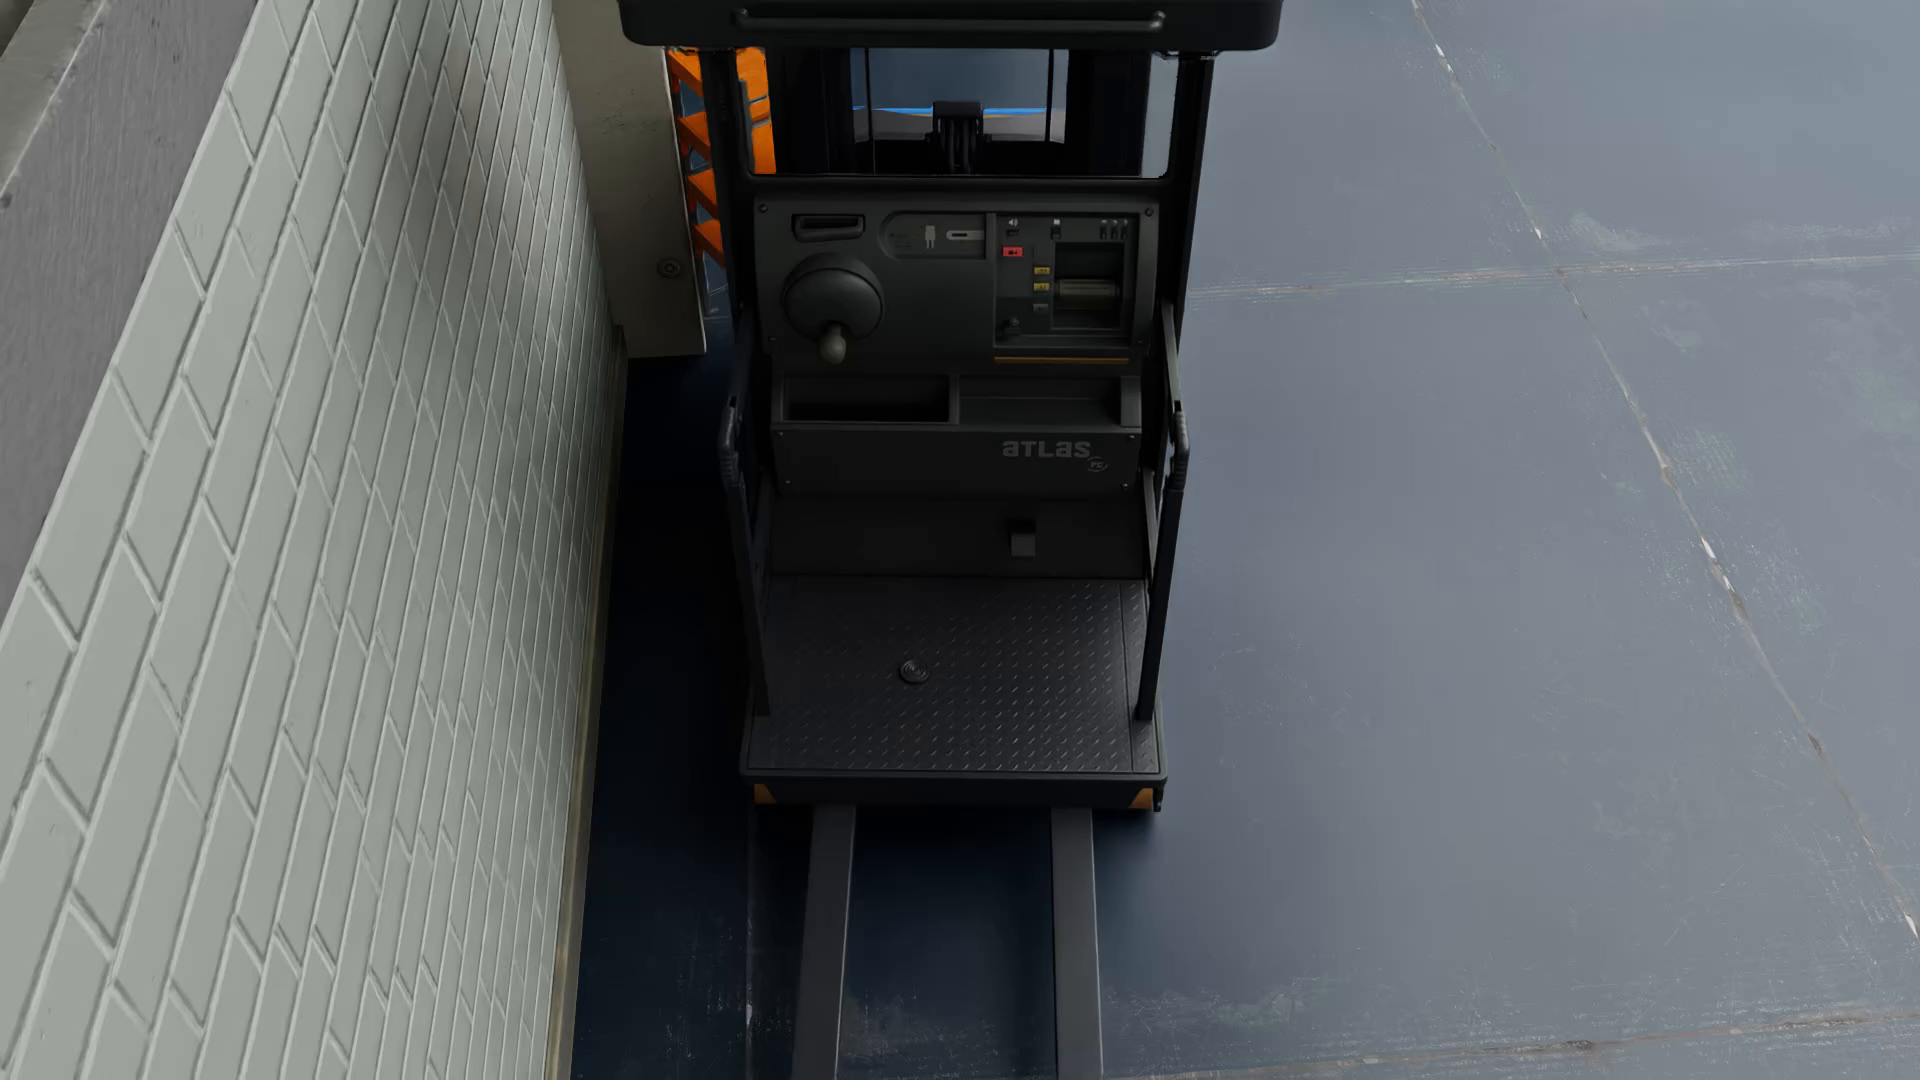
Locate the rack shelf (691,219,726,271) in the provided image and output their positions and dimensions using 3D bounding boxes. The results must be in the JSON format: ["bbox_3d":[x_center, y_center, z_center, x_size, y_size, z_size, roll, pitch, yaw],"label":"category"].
[{"bbox_3d":[-0.685,-0.950,5.690,0.258,0.148,0.480,-27,52,-23],"label":"rack shelf"}]

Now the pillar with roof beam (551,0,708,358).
[{"bbox_3d":[3.222,-4.148,2.980,9.100,9.000,0.400,-3,47,-3],"label":"pillar with roof beam"}]

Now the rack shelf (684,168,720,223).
[{"bbox_3d":[-0.685,-1.087,5.545,0.258,0.148,0.480,-27,52,-23],"label":"rack shelf"}]

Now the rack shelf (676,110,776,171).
[{"bbox_3d":[-0.685,-1.240,5.383,0.258,0.148,0.480,-27,52,-23],"label":"rack shelf"}]

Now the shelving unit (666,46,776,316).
[{"bbox_3d":[-0.685,-1.133,5.497,0.258,1.200,0.503,-27,52,-23],"label":"shelving unit"}]

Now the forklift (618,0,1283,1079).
[{"bbox_3d":[-0.011,-0.509,3.713,1.130,2.935,3.031,1,47,1],"label":"forklift"}]

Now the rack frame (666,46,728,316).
[{"bbox_3d":[-0.827,-1.277,5.633,0.240,1.200,0.015,-27,52,-23],"label":"rack frame"}]

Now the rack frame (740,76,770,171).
[{"bbox_3d":[-0.544,-0.989,5.360,0.240,1.200,0.015,-27,52,-23],"label":"rack frame"}]

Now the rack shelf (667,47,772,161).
[{"bbox_3d":[-0.685,-1.403,5.211,0.258,0.148,0.480,-27,52,-23],"label":"rack shelf"}]
